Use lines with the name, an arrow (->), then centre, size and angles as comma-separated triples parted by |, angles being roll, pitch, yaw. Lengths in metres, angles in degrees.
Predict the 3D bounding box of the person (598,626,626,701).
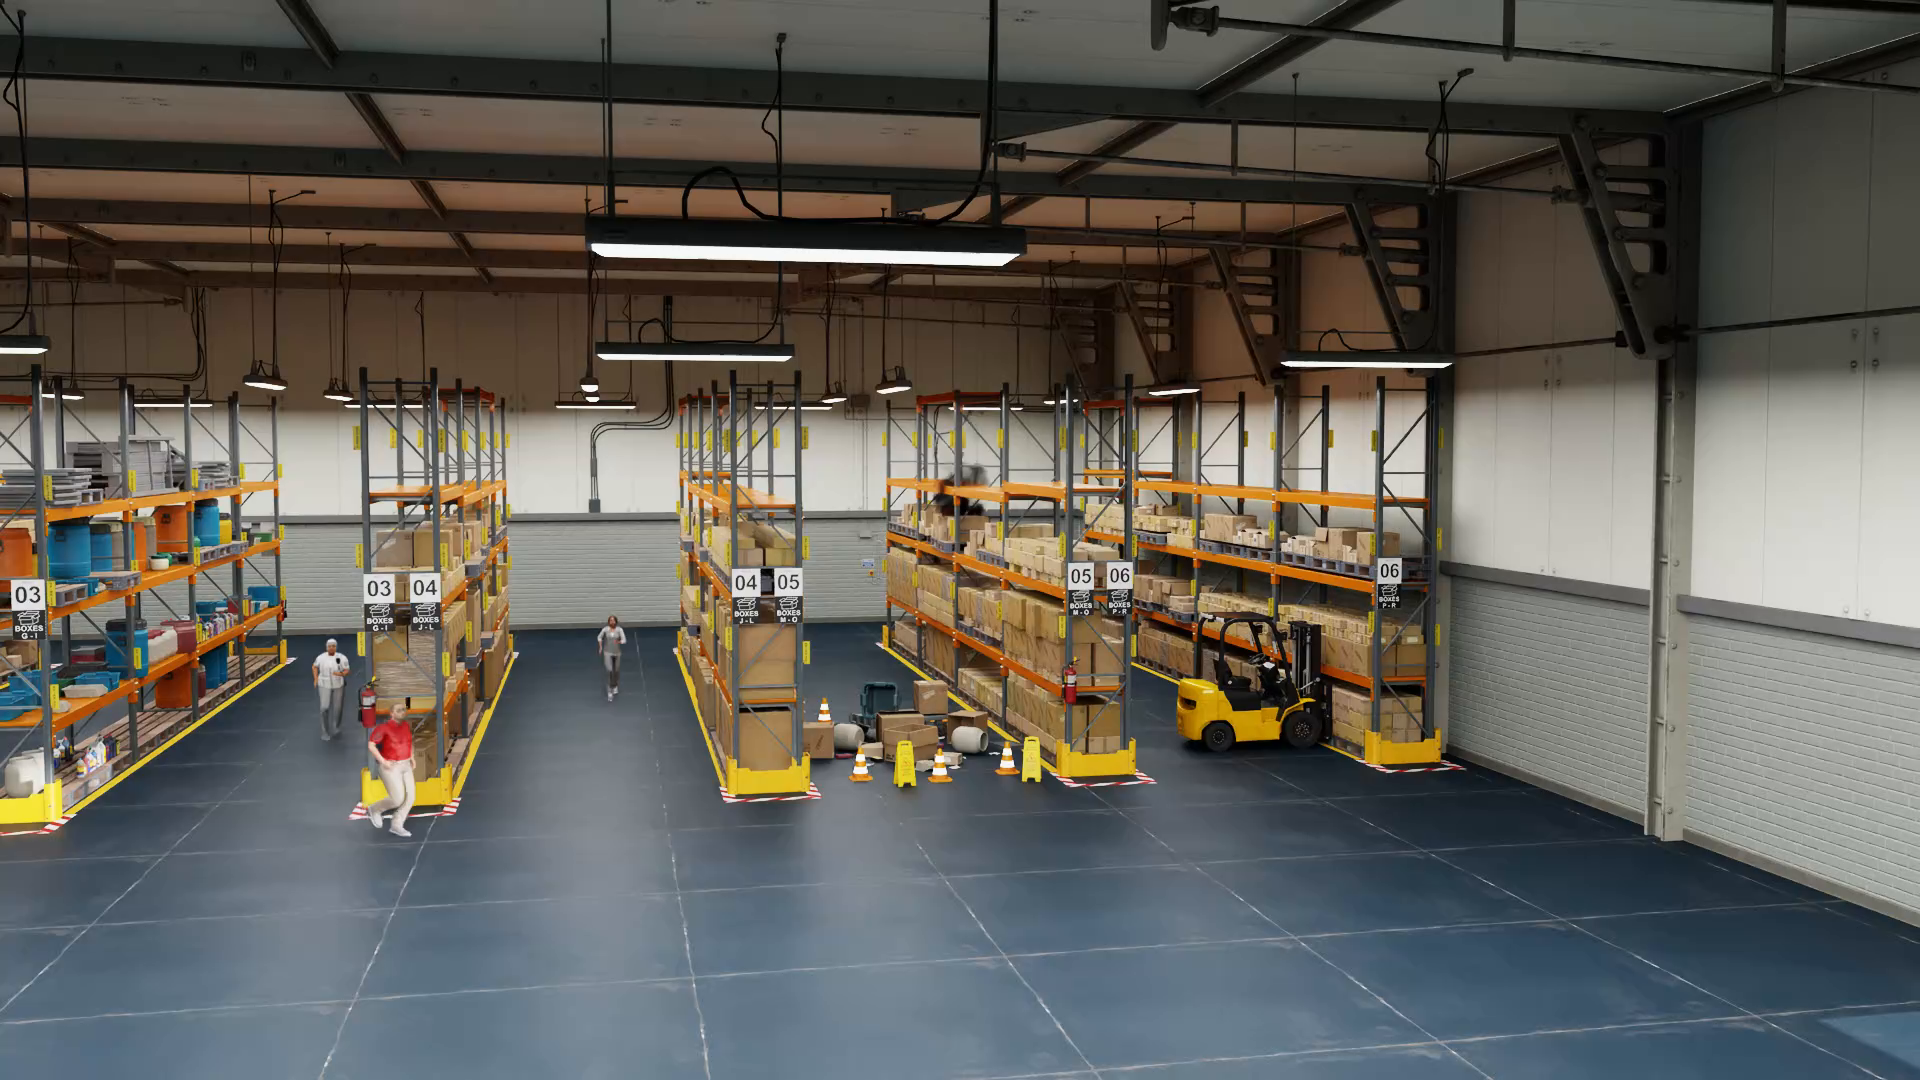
person -> -6.757, 2.377, 32.335 | 0.515, 1.410, 0.760 | -1, 4, -18

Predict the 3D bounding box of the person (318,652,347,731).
person -> -10.564, 2.548, 27.983 | 0.453, 1.321, 0.638 | -1, 4, -23

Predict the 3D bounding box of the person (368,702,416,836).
person -> -7.235, 2.913, 21.159 | 0.564, 1.710, 0.673 | 2, 4, 25
